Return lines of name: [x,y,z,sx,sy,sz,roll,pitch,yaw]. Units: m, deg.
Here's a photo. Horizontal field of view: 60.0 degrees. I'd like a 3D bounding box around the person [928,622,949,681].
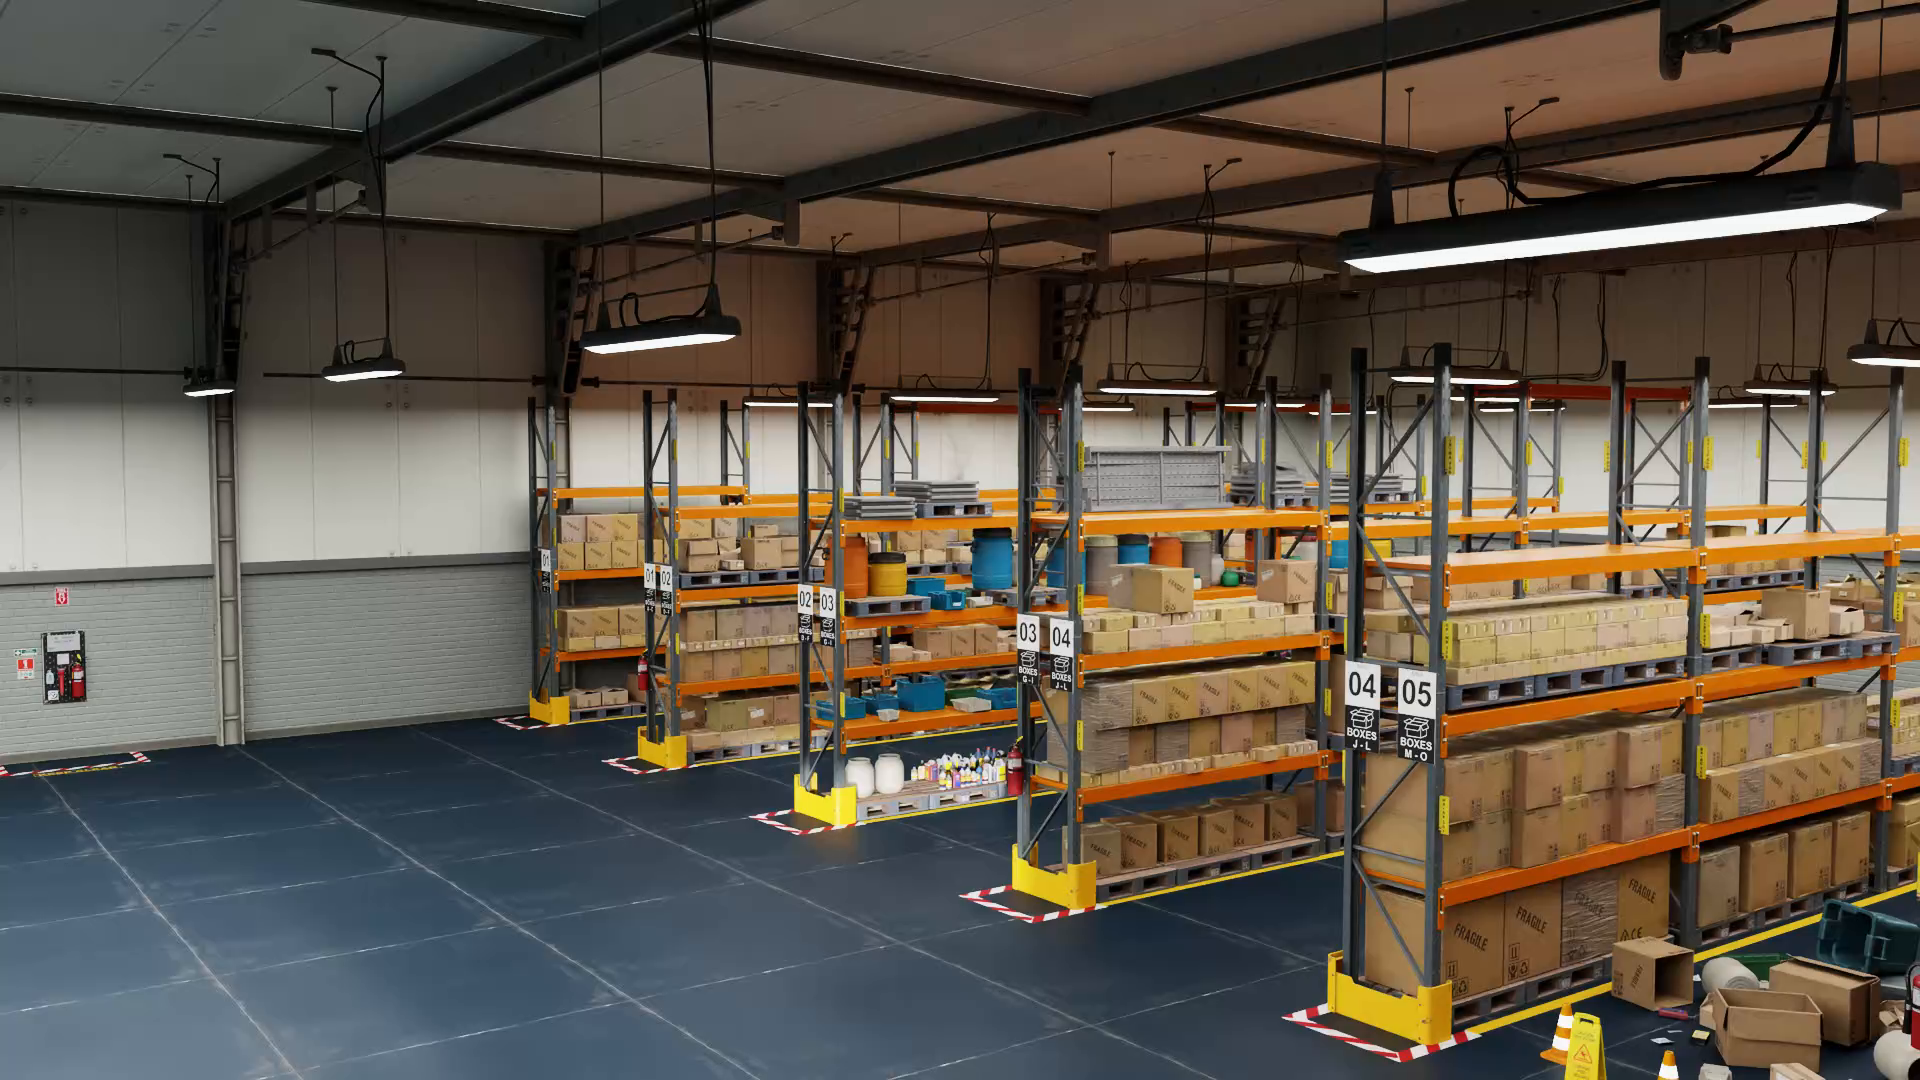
person: [-0.437,2.337,32.865,0.909,1.813,0.597,-3,4,-39]
